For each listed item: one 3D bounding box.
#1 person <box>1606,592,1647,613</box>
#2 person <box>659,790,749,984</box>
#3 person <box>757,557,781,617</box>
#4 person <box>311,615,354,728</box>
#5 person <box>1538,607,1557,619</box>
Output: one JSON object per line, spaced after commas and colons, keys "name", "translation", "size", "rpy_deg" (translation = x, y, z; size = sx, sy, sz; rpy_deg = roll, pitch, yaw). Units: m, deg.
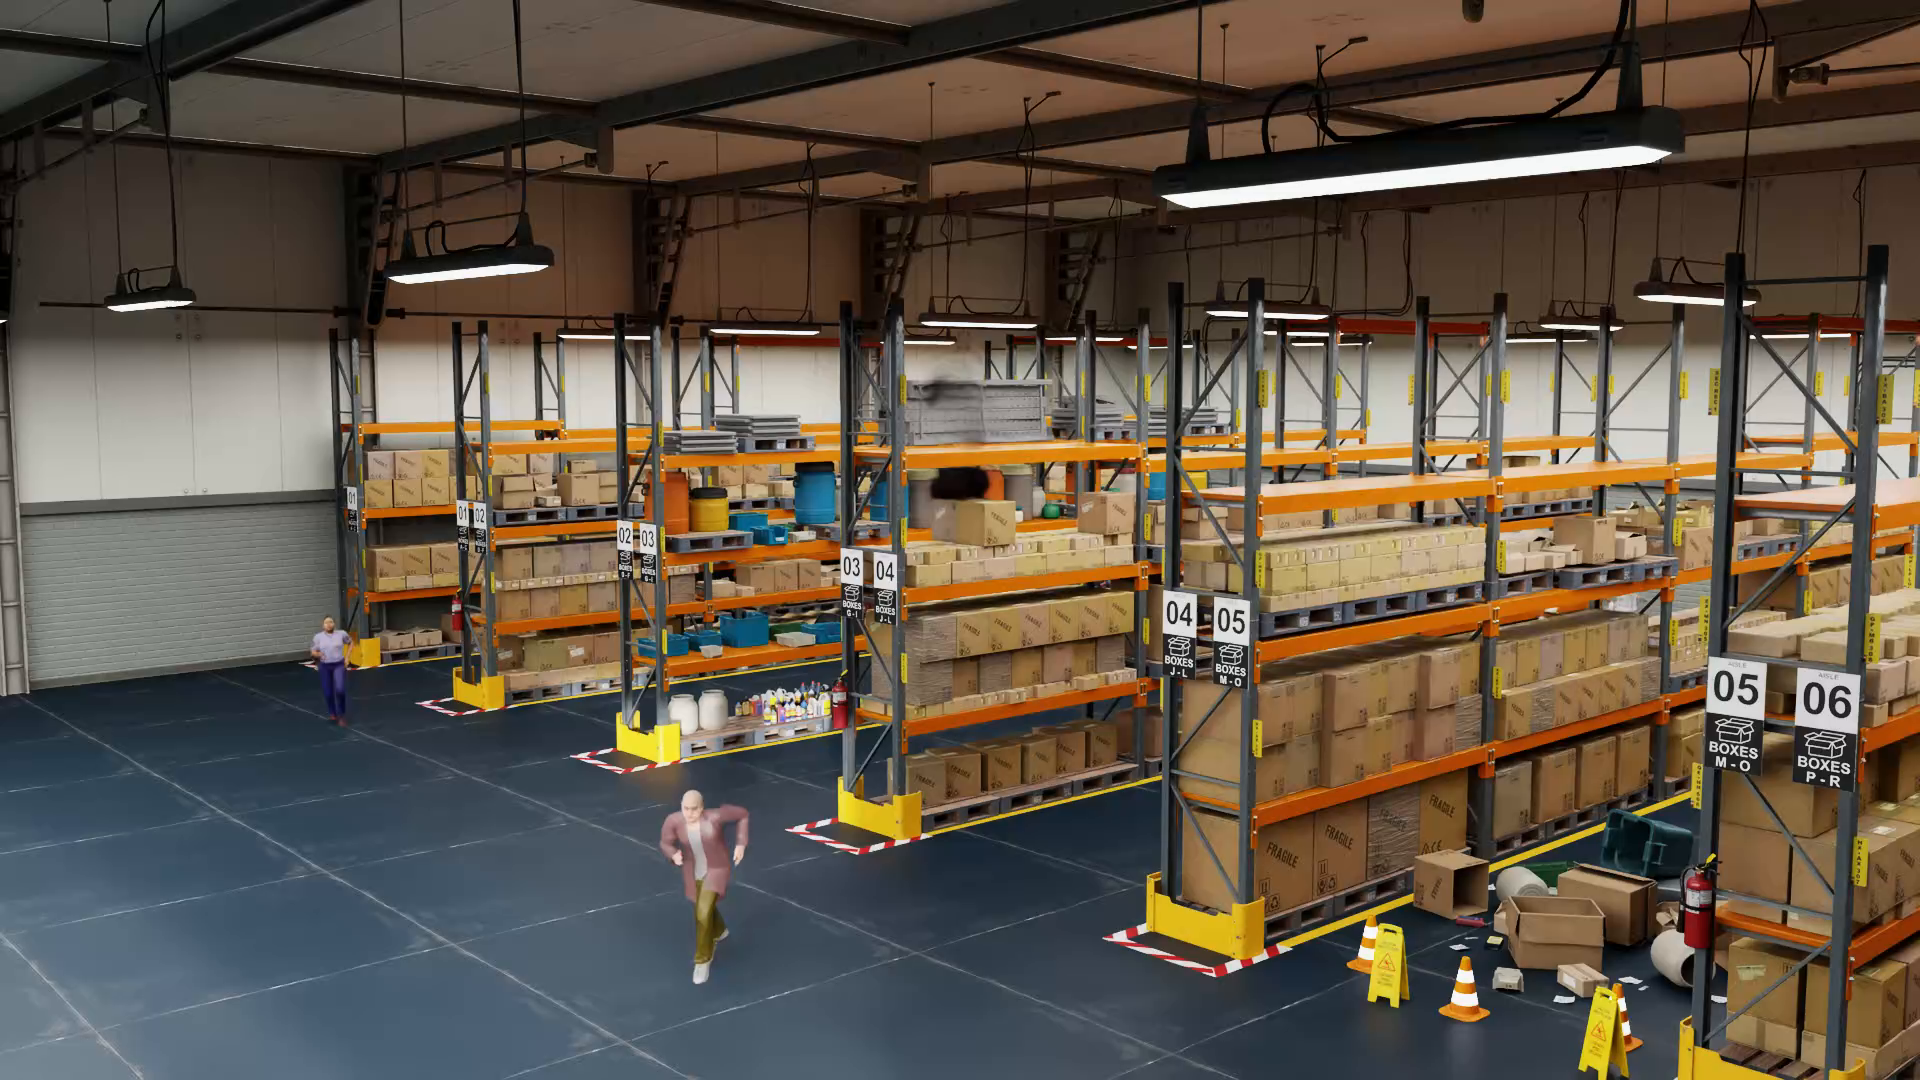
{"name": "person", "translation": [12.091, 1.310, 30.174], "size": [0.655, 1.777, 0.701], "rpy_deg": [-3, 6, -27]}
{"name": "person", "translation": [-2.187, 2.939, 14.437], "size": [0.752, 1.732, 1.072], "rpy_deg": [1, 6, 8]}
{"name": "person", "translation": [-3.781, 1.125, 32.837], "size": [0.820, 1.611, 0.525], "rpy_deg": [-5, 8, -42]}
{"name": "person", "translation": [-9.256, 1.951, 24.525], "size": [0.580, 1.673, 0.718], "rpy_deg": [-1, 6, -15]}
{"name": "person", "translation": [9.074, 1.783, 25.468], "size": [0.682, 1.677, 0.892], "rpy_deg": [5, 8, 42]}
